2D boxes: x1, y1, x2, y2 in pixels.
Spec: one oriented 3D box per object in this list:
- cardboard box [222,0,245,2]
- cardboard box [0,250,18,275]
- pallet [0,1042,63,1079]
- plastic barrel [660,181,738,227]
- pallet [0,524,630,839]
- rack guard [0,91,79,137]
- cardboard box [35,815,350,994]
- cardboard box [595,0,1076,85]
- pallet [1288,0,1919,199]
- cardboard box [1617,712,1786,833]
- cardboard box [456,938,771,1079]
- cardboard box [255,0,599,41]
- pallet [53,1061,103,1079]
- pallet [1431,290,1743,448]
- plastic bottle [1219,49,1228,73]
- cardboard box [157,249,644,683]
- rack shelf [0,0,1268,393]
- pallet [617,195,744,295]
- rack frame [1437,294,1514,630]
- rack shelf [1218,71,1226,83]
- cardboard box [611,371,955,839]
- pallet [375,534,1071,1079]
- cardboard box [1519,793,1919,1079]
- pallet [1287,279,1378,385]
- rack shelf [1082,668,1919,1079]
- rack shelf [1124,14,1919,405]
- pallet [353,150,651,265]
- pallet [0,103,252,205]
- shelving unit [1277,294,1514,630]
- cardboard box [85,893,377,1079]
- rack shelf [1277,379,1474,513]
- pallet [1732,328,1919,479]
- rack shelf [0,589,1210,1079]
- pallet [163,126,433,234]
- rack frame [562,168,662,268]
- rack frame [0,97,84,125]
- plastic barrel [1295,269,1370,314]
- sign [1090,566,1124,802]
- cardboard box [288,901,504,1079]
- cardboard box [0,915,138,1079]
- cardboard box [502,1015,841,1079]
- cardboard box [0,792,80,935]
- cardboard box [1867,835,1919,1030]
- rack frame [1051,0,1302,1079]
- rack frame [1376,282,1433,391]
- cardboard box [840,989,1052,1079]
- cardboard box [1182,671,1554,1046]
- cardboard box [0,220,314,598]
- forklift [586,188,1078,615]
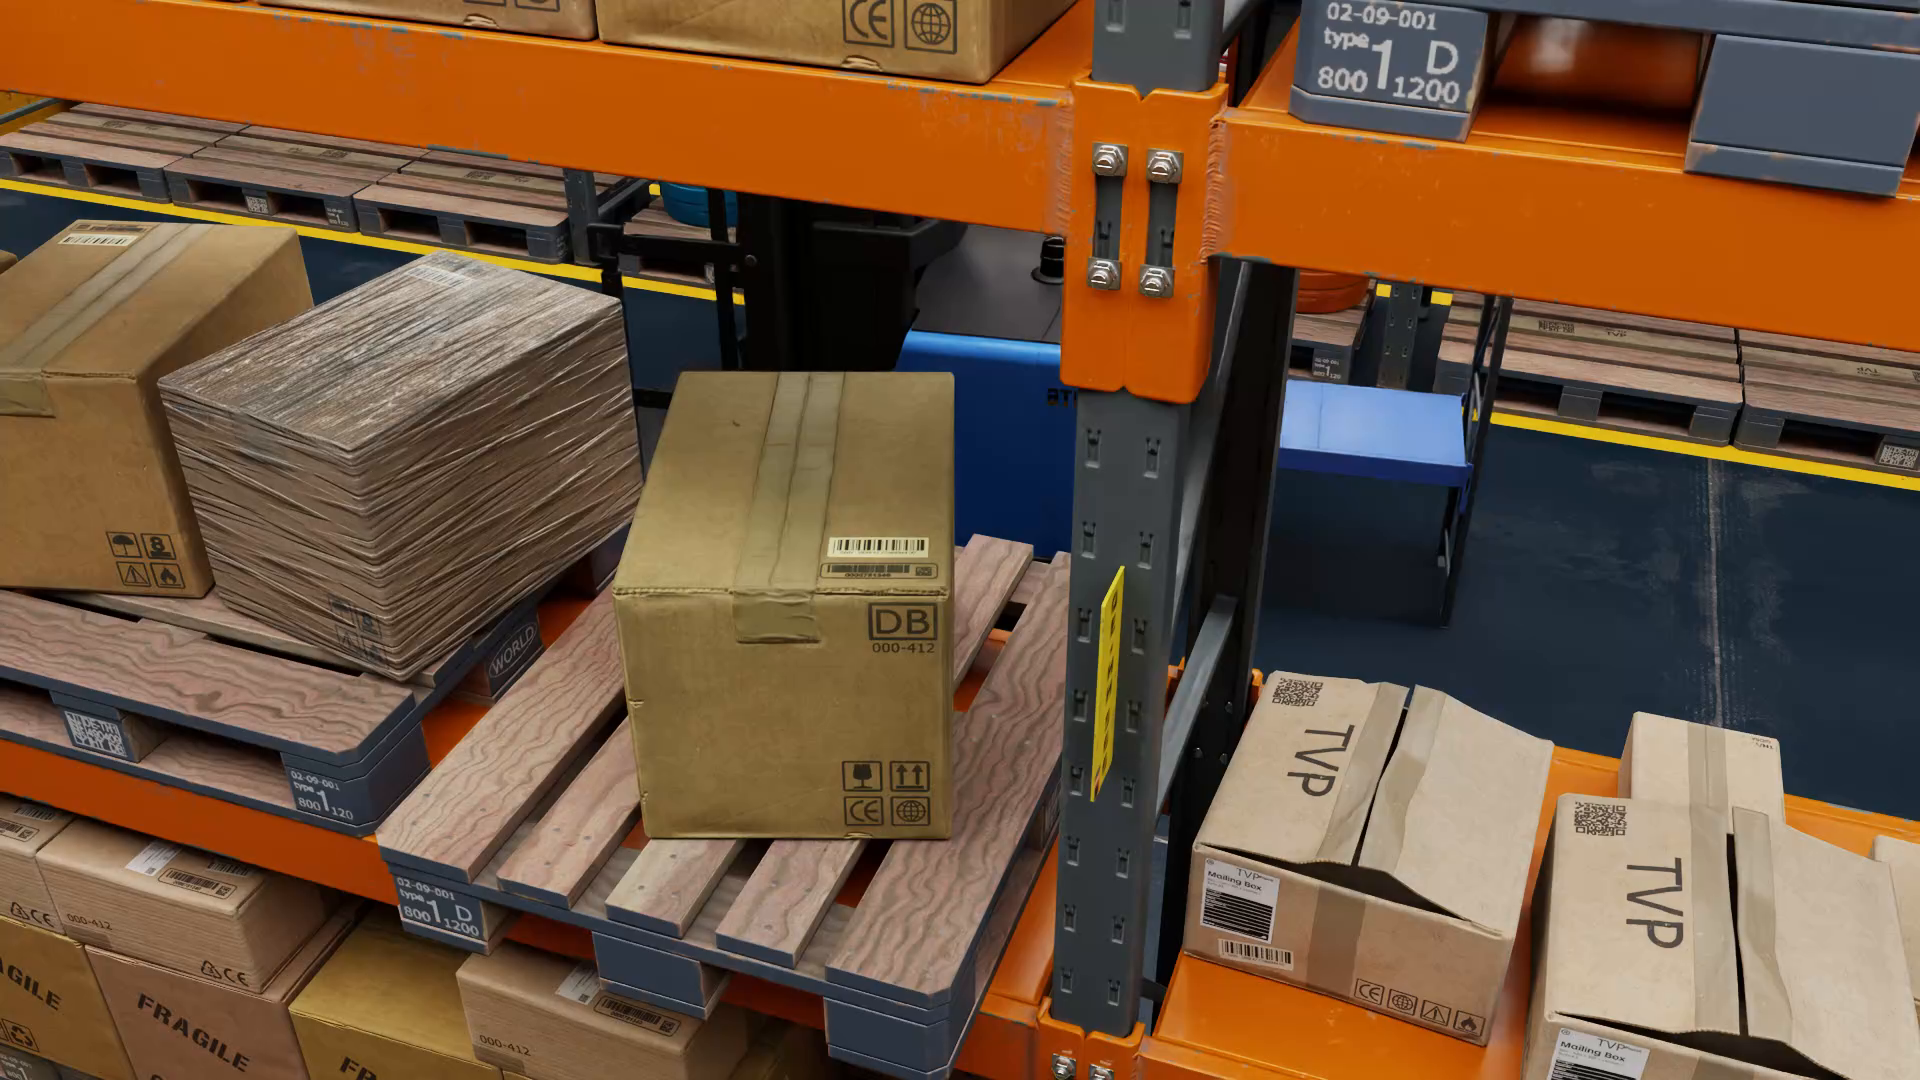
[{"bbox_3d":[-1.023,-1.187,2.465,0.500,0.500,0.910,11,34,16],"label":"cardboard box"},{"bbox_3d":[-2.357,-0.289,3.453,0.500,0.500,0.700,17,36,24],"label":"cardboard box"},{"bbox_3d":[-2.618,0.936,4.606,1.213,0.211,1.003,11,34,16],"label":"pallet"},{"bbox_3d":[-1.216,-2.080,8.254,0.708,0.901,0.600,11,34,16],"label":"plastic barrel"},{"bbox_3d":[-1.463,0.094,3.516,1.213,0.211,1.003,11,34,16],"label":"pallet"},{"bbox_3d":[-5.514,-2.573,9.775,0.348,0.500,1.175,11,34,16],"label":"rack guard"},{"bbox_3d":[-1.610,0.673,3.651,0.500,0.250,0.500,10,34,16],"label":"cardboard box"},{"bbox_3d":[-0.053,-0.998,2.173,0.500,0.500,0.910,11,34,16],"label":"cardboard box"},{"bbox_3d":[1.038,-0.736,2.033,1.003,0.211,1.213,13,35,19],"label":"pallet"},{"bbox_3d":[1.309,0.496,2.948,0.250,0.149,0.380,11,34,16],"label":"cardboard box"},{"bbox_3d":[-0.645,0.858,3.364,0.500,0.250,0.500,12,35,18],"label":"cardboard box"},{"bbox_3d":[-0.533,-1.091,2.317,0.500,0.500,0.910,11,34,16],"label":"cardboard box"},{"bbox_3d":[-1.466,1.158,4.262,1.213,0.211,1.003,11,34,16],"label":"pallet"},{"bbox_3d":[2.760,-0.829,7.339,1.213,0.211,1.003,11,34,16],"label":"pallet"},{"bbox_3d":[1.107,-2.025,6.804,0.097,0.201,0.097,0,33,0],"label":"plastic bottle"},{"bbox_3d":[-1.058,-0.174,3.275,0.500,0.500,0.700,18,37,25],"label":"cardboard box"},{"bbox_3d":[-1.514,-0.957,2.865,4.000,0.370,1.077,11,34,16],"label":"rack shelf"},{"bbox_3d":[-1.010,-1.560,8.471,1.213,0.211,1.003,11,34,16],"label":"pallet"},{"bbox_3d":[1.734,-0.451,5.566,0.032,1.500,0.500,7,33,10],"label":"rack frame"},{"bbox_3d":[0.161,-2.226,7.595,4.000,0.370,1.077,11,34,16],"label":"rack shelf"},{"bbox_3d":[-0.262,0.091,2.865,0.500,0.500,0.700,0,33,0],"label":"cardboard box"},{"bbox_3d":[-0.293,0.359,3.105,1.003,0.211,1.213,11,34,16],"label":"pallet"},{"bbox_3d":[1.146,0.667,2.534,0.500,0.311,0.500,11,34,16],"label":"cardboard box"},{"bbox_3d":[1.287,-1.113,7.780,1.213,0.211,1.003,11,34,16],"label":"pallet"},{"bbox_3d":[2.252,1.035,2.545,4.000,0.370,1.077,11,34,16],"label":"rack shelf"},{"bbox_3d":[2.252,-0.225,1.731,4.000,0.370,1.077,11,34,16],"label":"rack shelf"},{"bbox_3d":[-2.427,-1.837,8.901,1.213,0.211,1.003,11,34,16],"label":"pallet"},{"bbox_3d":[-4.724,-2.284,9.592,1.213,0.211,1.003,11,34,16],"label":"pallet"},{"bbox_3d":[1.238,-0.511,5.658,1.048,1.500,0.538,7,33,10],"label":"shelving unit"},{"bbox_3d":[-1.574,0.993,3.845,0.500,0.500,0.500,10,34,15],"label":"cardboard box"},{"bbox_3d":[1.238,-0.360,5.756,1.000,0.185,0.538,7,33,10],"label":"rack shelf"},{"bbox_3d":[3.904,-0.605,6.992,1.213,0.211,1.003,11,34,16],"label":"pallet"},{"bbox_3d":[-1.514,0.303,3.679,4.000,0.370,1.077,11,34,16],"label":"rack shelf"},{"bbox_3d":[-3.580,-2.059,9.245,1.213,0.211,1.003,11,34,16],"label":"pallet"},{"bbox_3d":[-1.722,-2.894,7.967,0.127,3.000,1.000,11,34,16],"label":"rack frame"},{"bbox_3d":[-5.487,-3.626,9.100,0.127,3.000,1.000,11,34,16],"label":"rack frame"},{"bbox_3d":[1.577,-1.507,7.433,0.708,0.830,0.600,11,34,16],"label":"plastic barrel"},{"bbox_3d":[0.195,0.192,2.192,0.005,0.325,0.100,11,34,16],"label":"sign"},{"bbox_3d":[-1.078,1.086,3.702,0.500,0.500,0.500,10,34,15],"label":"cardboard box"},{"bbox_3d":[-2.050,0.900,3.989,0.500,0.500,0.500,11,35,17],"label":"cardboard box"},{"bbox_3d":[-0.591,1.181,3.555,0.500,0.500,0.500,12,35,18],"label":"cardboard box"},{"bbox_3d":[-2.082,0.581,3.792,0.500,0.250,0.500,11,34,17],"label":"cardboard box"},{"bbox_3d":[1.588,0.677,2.668,0.250,0.149,0.380,14,35,20],"label":"cardboard box"},{"bbox_3d":[0.368,0.368,2.914,0.053,2.616,0.949,11,34,16],"label":"rack frame"},{"bbox_3d":[2.044,-2.162,6.833,0.127,3.000,1.000,11,34,16],"label":"rack frame"},{"bbox_3d":[0.037,1.003,3.830,0.500,0.500,0.500,12,35,18],"label":"cardboard box"},{"bbox_3d":[0.697,0.493,2.803,0.500,0.311,0.500,13,35,19],"label":"cardboard box"},{"bbox_3d":[-1.713,-0.292,3.457,0.500,0.500,0.700,3,33,4],"label":"cardboard box"},{"bbox_3d":[-0.765,-1.323,5.597,3.031,2.935,1.130,7,33,10],"label":"forklift"}]
